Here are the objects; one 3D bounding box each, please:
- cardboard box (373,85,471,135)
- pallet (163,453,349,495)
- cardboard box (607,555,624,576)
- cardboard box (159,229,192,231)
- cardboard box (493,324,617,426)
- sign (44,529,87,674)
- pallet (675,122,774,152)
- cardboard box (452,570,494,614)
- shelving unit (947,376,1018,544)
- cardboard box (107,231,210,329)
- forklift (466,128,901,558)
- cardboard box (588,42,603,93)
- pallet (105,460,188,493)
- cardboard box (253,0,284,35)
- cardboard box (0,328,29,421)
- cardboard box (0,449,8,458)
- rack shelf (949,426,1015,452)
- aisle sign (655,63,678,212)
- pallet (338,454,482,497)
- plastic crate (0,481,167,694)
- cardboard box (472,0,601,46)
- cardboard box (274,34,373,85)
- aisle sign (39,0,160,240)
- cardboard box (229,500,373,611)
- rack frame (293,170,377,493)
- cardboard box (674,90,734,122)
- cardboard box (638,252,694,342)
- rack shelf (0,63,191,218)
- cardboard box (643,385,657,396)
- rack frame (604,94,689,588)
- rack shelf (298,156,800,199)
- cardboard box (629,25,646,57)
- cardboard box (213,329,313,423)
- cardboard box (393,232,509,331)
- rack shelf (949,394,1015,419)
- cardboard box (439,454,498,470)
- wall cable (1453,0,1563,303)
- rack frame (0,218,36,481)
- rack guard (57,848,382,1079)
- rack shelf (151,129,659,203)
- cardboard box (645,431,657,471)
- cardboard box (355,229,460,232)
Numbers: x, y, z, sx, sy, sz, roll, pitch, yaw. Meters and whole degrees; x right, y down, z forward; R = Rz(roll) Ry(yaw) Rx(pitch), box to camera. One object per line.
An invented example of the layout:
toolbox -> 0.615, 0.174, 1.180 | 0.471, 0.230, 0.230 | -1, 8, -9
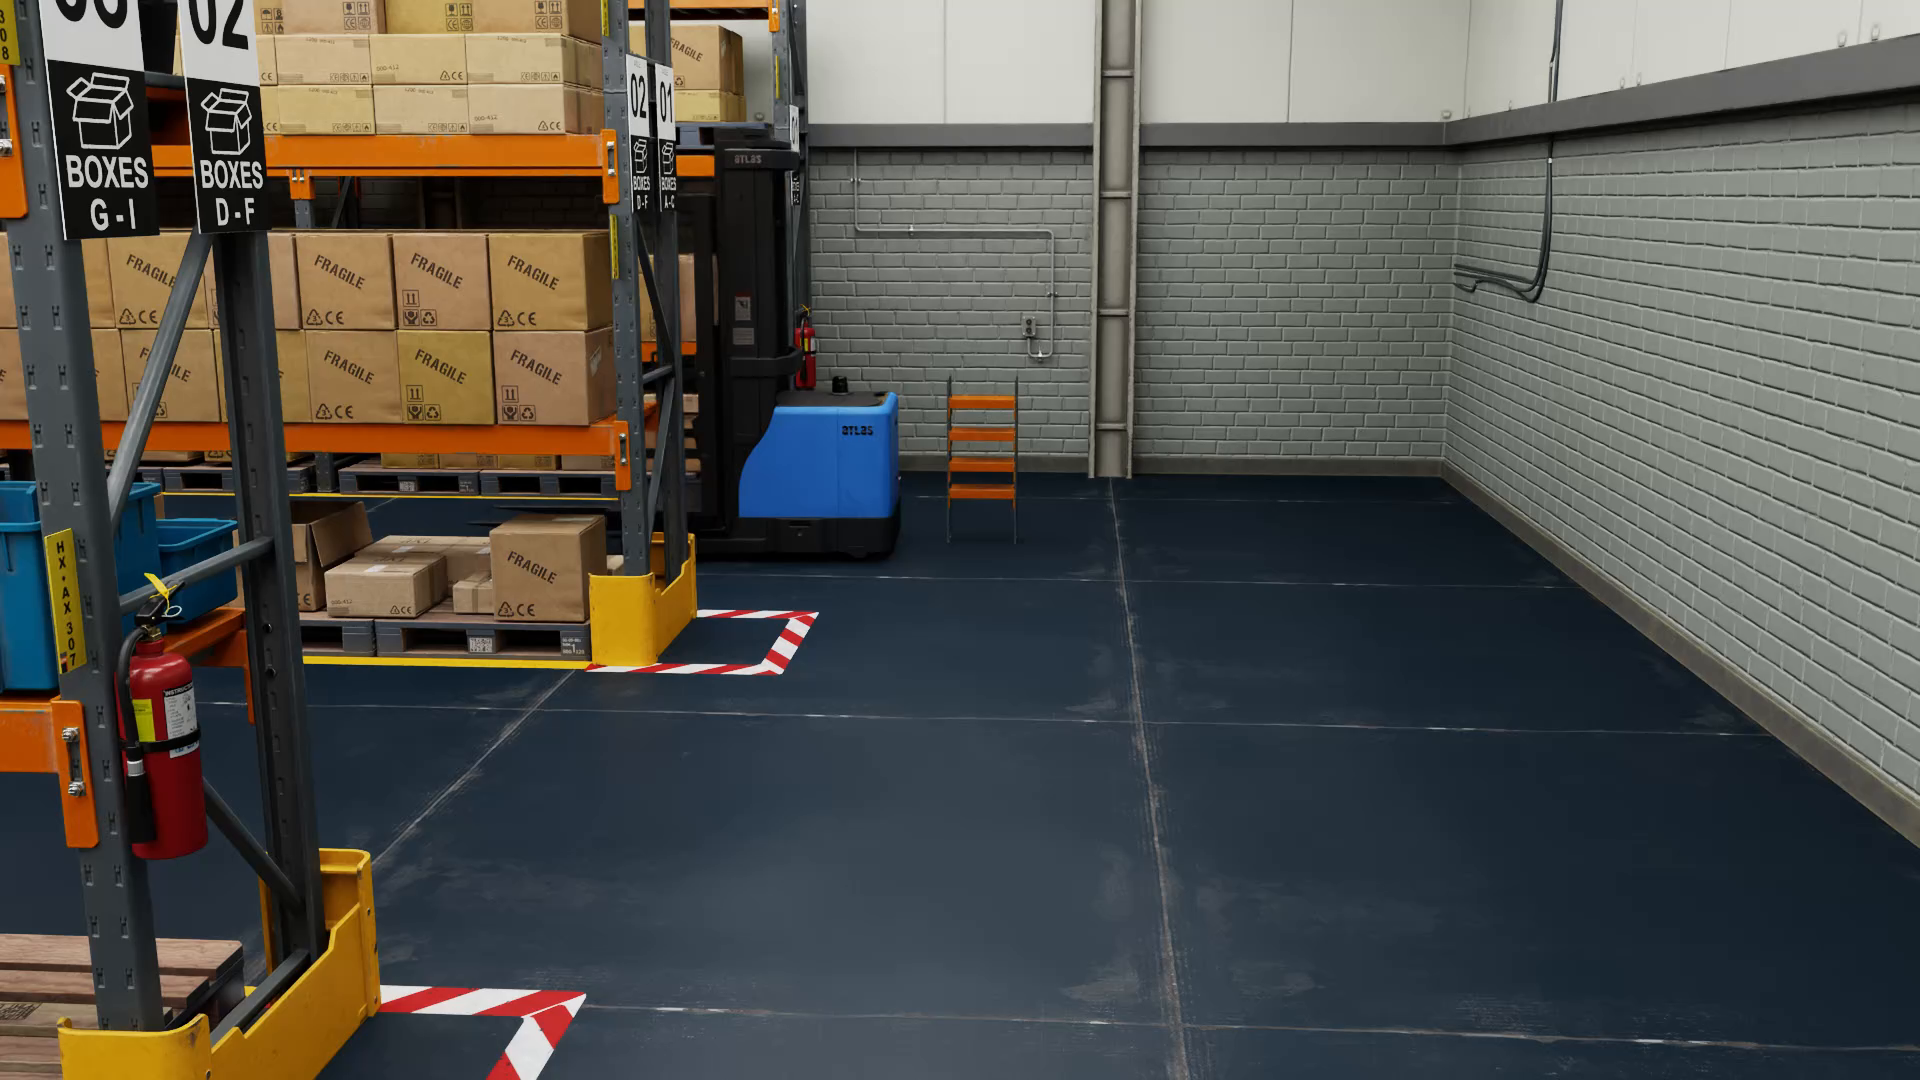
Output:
cardboard box -> -2.750, -2.259, 8.783 | 0.500, 0.250, 0.500 | 1, 12, 4
pallet -> -6.160, -0.599, 14.617 | 1.213, 0.211, 1.003 | 1, 12, 4
cardboard box -> -2.116, 0.202, 9.865 | 0.250, 0.149, 0.380 | 1, 12, 4
cardboard box -> -4.679, -1.535, 9.593 | 0.500, 0.500, 0.500 | 1, 12, 3
cardboard box -> -2.186, -0.902, 9.008 | 0.500, 0.500, 0.500 | 1, 12, 5
sign -> -2.077, 0.142, 3.863 | 0.005, 0.325, 0.100 | 1, 12, 4
pallet -> -2.135, -3.347, 13.834 | 1.213, 0.211, 1.003 | 1, 12, 4
cardboard box -> -2.678, 0.288, 9.410 | 0.250, 0.166, 0.380 | 1, 12, 4
shelving unit -> 0.165, -0.585, 12.134 | 0.503, 1.200, 0.258 | 1, 12, 4
cardboard box -> -4.233, -1.417, 9.031 | 0.500, 0.500, 0.500 | 0, 12, 2
forklift -> -1.968, -1.395, 11.779 | 3.031, 2.935, 1.130 | 0, 12, 1
cardboard box -> -2.216, -2.602, 9.200 | 0.500, 0.250, 0.500 | 1, 12, 4
pallet -> -7.380, -0.615, 14.695 | 1.213, 0.211, 1.003 | 1, 12, 4
cardboard box -> -3.727, -2.948, 9.021 | 0.500, 0.500, 0.700 | 1, 12, 4
cardboard box -> -5.222, -0.943, 9.207 | 0.500, 0.500, 0.500 | 1, 12, 5
cardboard box -> -8.651, -1.140, 14.617 | 0.750, 0.750, 0.750 | 1, 12, 3
rack shelf -> 0.165, -0.738, 12.102 | 0.480, 0.148, 0.258 | 1, 12, 4
aisle sign -> -1.634, -2.234, 9.271 | 0.004, 0.787, 0.394 | 1, 12, 4
pallet -> -4.632, -0.578, 14.514 | 1.213, 0.211, 1.003 | 1, 12, 4
plastic crate -> -2.403, 0.097, 4.248 | 0.499, 0.435, 0.616 | 1, 12, 4
cardboard box -> -2.235, -2.912, 8.853 | 0.500, 0.500, 0.700 | 1, 12, 4
cardboard box -> -3.248, -2.511, 8.766 | 0.500, 0.250, 0.500 | 1, 12, 4
aisle sign -> -2.004, -1.102, 3.861 | 0.004, 0.787, 0.394 | 1, 12, 4
cardboard box -> -3.837, 0.074, 9.610 | 0.637, 0.503, 0.797 | 1, 12, 4
rack frame -> -5.385, -1.969, 14.355 | 0.127, 3.000, 1.000 | 1, 12, 4
cardboard box -> -2.142, -3.519, 13.537 | 0.500, 0.250, 0.500 | 1, 12, 5
cardboard box -> -2.630, -2.074, 14.123 | 0.700, 0.700, 0.980 | 1, 12, 3
rack shelf -> -4.052, -1.034, 4.315 | 4.000, 0.370, 1.077 | 1, 12, 4
cardboard box -> -2.716, -1.252, 14.424 | 0.250, 0.149, 0.380 | 1, 12, 4
rack frame -> -1.721, -0.902, 9.255 | 0.127, 3.000, 1.000 | 1, 12, 4
rack shelf -> -3.389, -3.058, 13.991 | 4.000, 0.370, 1.077 | 1, 12, 4
cardboard box -> -2.641, -3.894, 13.496 | 0.500, 0.500, 0.500 | 1, 12, 5
cardboard box -> -3.704, -0.923, 9.110 | 0.500, 0.500, 0.500 | 1, 12, 3
cardboard box -> -2.688, -1.397, 8.935 | 0.500, 0.500, 0.500 | 1, 12, 5
rack shelf -> 0.165, -0.970, 12.054 | 0.480, 0.148, 0.258 | 1, 12, 4
cardboard box -> -4.145, -0.912, 14.383 | 0.500, 0.500, 0.700 | 1, 12, 3
wall cable -> 4.225, -3.180, 13.078 | 0.112, 2.526, 3.097 | 1, 12, 4
rack frame -> -5.712, -0.957, 9.517 | 0.127, 3.000, 1.000 | 1, 12, 4
rack guard -> -2.031, 1.331, 4.685 | 0.348, 0.500, 1.175 | 1, 12, 4
rack shelf -> -3.717, -2.046, 9.153 | 4.000, 0.370, 1.077 | 1, 12, 4
cardboard box -> -2.598, -0.892, 14.287 | 0.500, 0.500, 0.700 | 1, 12, 4
cardboard box -> -3.167, -1.514, 9.493 | 0.500, 0.500, 0.500 | 1, 12, 5
